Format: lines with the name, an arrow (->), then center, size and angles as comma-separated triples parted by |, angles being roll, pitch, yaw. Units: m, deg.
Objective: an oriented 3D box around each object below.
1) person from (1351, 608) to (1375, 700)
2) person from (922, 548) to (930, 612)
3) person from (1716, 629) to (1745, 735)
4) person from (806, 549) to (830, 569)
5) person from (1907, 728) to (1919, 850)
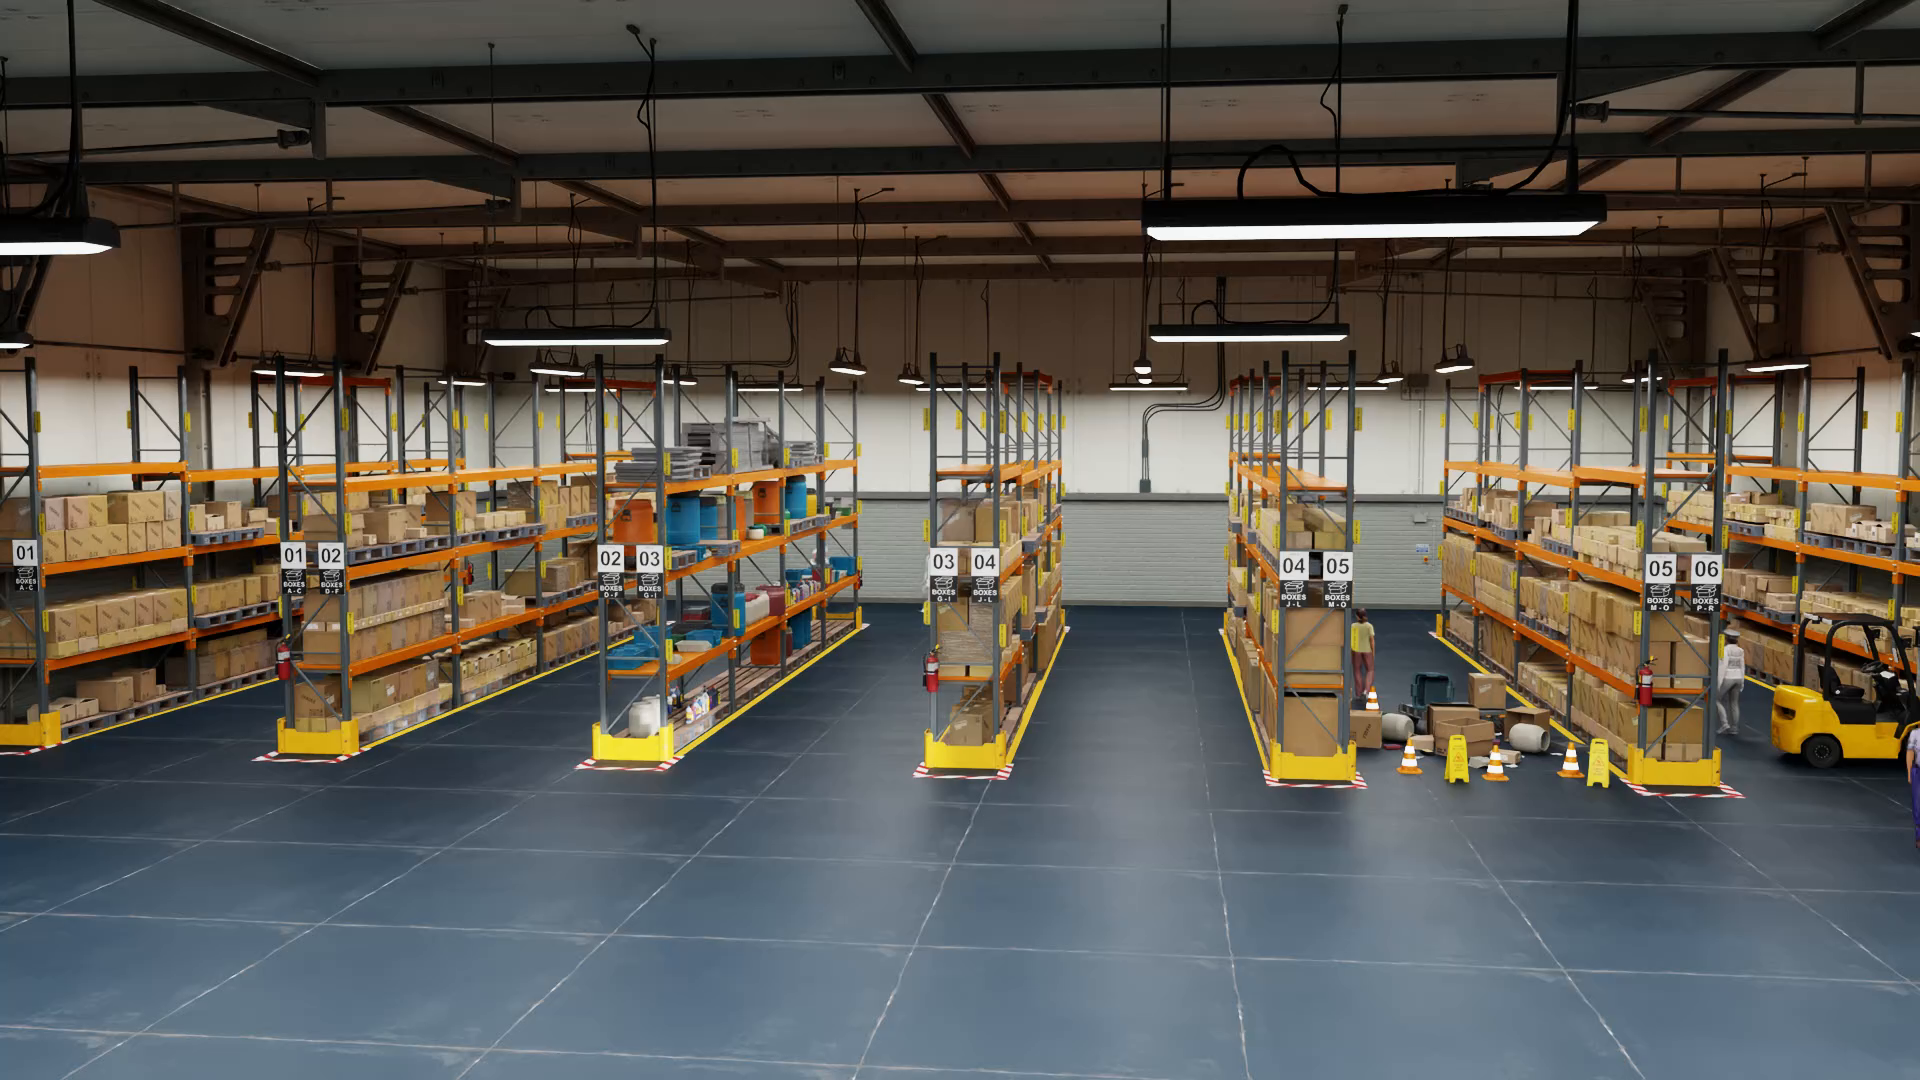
person -> 7.254, 2.055, 29.981 | 0.492, 1.669, 0.516 | 0, 4, 6
person -> -0.721, 1.014, 43.778 | 0.630, 1.770, 0.616 | -2, 4, -25
person -> 12.354, 2.290, 26.697 | 0.518, 1.703, 0.344 | -1, 4, -18
person -> -3.733, 1.046, 44.082 | 0.658, 1.681, 0.723 | 1, 4, 18
person -> 11.449, 2.795, 19.583 | 0.493, 1.604, 0.903 | 2, 4, 22
